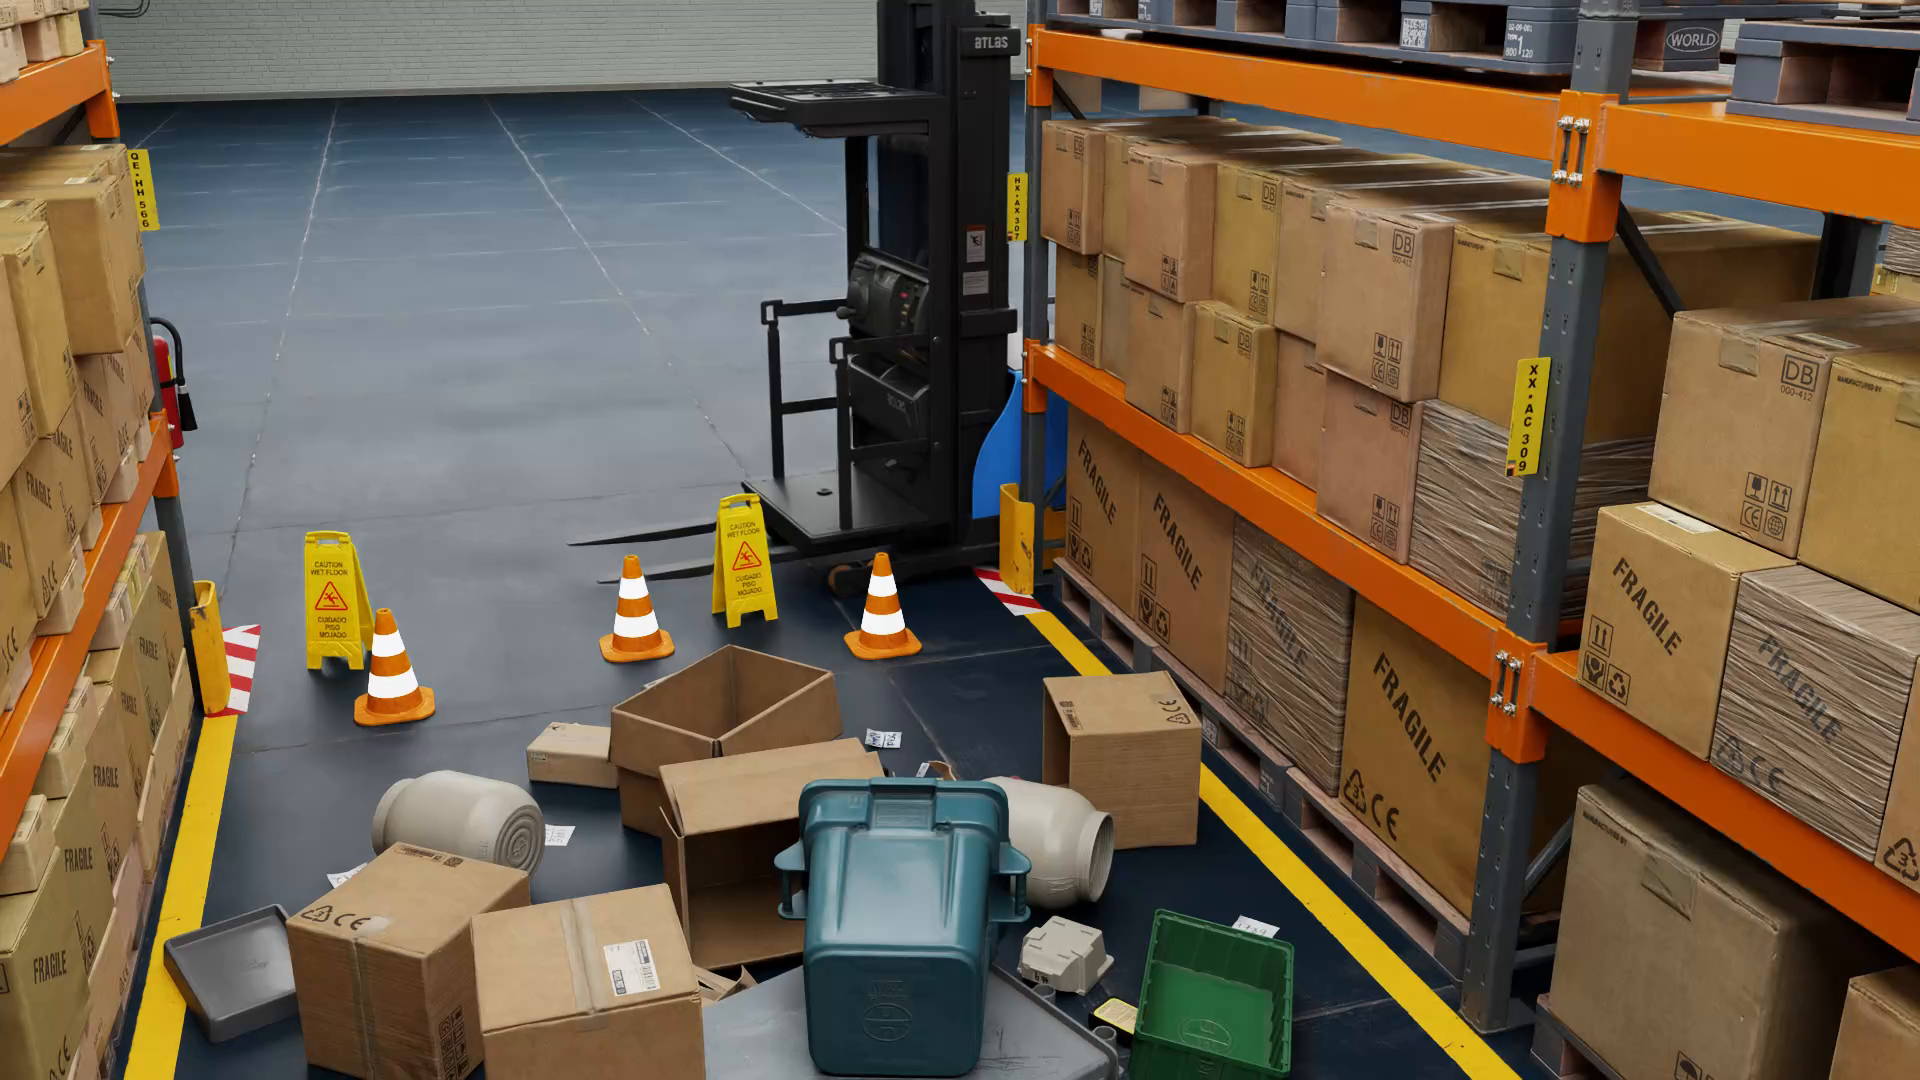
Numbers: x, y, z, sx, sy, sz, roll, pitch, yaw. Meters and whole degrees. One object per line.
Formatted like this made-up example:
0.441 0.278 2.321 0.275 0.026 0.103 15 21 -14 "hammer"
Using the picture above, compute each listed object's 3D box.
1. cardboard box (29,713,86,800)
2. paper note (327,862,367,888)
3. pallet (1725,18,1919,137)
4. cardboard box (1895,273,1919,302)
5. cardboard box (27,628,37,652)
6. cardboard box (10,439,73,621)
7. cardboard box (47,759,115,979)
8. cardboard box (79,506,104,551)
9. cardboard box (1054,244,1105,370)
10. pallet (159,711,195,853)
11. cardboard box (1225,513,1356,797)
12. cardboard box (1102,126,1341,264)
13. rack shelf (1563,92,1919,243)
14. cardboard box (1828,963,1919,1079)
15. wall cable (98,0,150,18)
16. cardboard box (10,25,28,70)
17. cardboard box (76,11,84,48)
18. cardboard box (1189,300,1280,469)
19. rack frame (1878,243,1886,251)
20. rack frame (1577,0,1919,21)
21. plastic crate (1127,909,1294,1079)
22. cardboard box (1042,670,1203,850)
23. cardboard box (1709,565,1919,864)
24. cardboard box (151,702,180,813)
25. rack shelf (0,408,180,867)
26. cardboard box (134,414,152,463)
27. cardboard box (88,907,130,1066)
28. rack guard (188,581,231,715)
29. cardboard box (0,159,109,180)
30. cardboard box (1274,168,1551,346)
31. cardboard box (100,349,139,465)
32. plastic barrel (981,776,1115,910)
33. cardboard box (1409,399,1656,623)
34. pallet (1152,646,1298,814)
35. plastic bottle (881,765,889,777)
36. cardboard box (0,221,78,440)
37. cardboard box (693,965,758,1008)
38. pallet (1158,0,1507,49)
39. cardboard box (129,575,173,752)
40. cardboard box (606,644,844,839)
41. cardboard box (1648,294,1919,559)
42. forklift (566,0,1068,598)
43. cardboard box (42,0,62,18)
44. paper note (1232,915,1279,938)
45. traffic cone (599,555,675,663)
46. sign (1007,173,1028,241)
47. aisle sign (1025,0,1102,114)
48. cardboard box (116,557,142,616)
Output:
-2.677 0.620 4.630 0.380 0.149 0.250 -6 20 -15 "cardboard box"
-2.182 1.217 5.982 0.142 0.019 0.148 -15 25 -36 "paper note"
2.400 -0.980 3.553 0.805 0.209 1.217 -7 21 -19 "pallet"
5.472 -1.408 9.271 0.380 0.149 0.250 -6 21 -17 "cardboard box"
-2.796 0.271 4.595 0.380 0.149 0.250 -6 21 -17 "cardboard box"
-2.801 -0.068 4.580 0.500 0.500 0.500 -7 21 -18 "cardboard box"
-2.711 0.966 4.626 0.500 0.500 0.500 -6 20 -15 "cardboard box"
-3.070 -0.054 5.501 0.380 0.149 0.250 -7 21 -18 "cardboard box"
0.968 -1.187 8.062 0.875 0.550 0.550 -6 21 -17 "cardboard box"
-3.614 0.929 6.518 1.003 0.211 1.213 -6 21 -17 "pallet"
1.647 0.357 6.507 0.875 0.875 0.875 -6 21 -17 "cardboard box"
1.148 -1.520 7.391 0.875 0.550 0.550 -6 21 -17 "cardboard box"
2.694 -0.378 2.660 1.077 0.370 4.000 -6 21 -17 "rack shelf"
2.645 1.414 3.750 1.050 0.750 0.750 -6 21 -17 "cardboard box"
-18.307 -11.900 33.828 3.097 2.526 0.112 -6 21 -17 "wall cable"
-3.181 -1.553 5.236 0.380 0.149 0.250 -7 21 -18 "cardboard box"
-3.482 -1.881 6.151 0.380 0.149 0.250 -6 21 -17 "cardboard box"
1.424 -0.654 6.579 0.875 0.550 0.500 -6 21 -17 "cardboard box"
5.548 -1.725 9.783 1.000 3.000 0.127 -6 21 -17 "rack frame"
2.065 -2.771 3.818 1.000 3.000 0.127 -6 21 -17 "rack frame"
0.767 1.433 5.065 0.450 0.188 0.662 13 22 7 "plastic crate"
0.603 0.839 6.337 0.500 0.500 0.500 -3 20 -8 "cardboard box"
2.134 0.365 3.815 0.500 0.500 0.500 -6 21 -17 "cardboard box"
-3.195 0.822 6.137 0.500 0.250 0.500 -6 21 -17 "cardboard box"
-3.231 0.308 5.186 1.077 0.370 4.000 -6 21 -17 "rack shelf"
-3.354 -0.387 6.429 0.380 0.149 0.250 -7 21 -18 "cardboard box"
-2.710 1.320 4.752 0.500 0.250 0.500 -5 20 -14 "cardboard box"
-3.835 0.528 7.206 1.175 0.500 0.348 -6 21 -17 "rack guard"
-3.340 -1.026 5.769 0.700 0.500 0.500 -6 21 -17 "cardboard box"
1.659 -1.000 5.944 0.875 0.550 0.550 -6 21 -17 "cardboard box"
-3.274 -0.553 5.932 0.500 0.500 0.500 -6 21 -17 "cardboard box"
0.252 1.064 5.827 0.512 0.421 0.421 8 21 20 "plastic barrel"
1.938 -0.135 5.133 0.875 0.550 0.550 -6 21 -17 "cardboard box"
1.513 0.721 7.098 1.003 0.211 1.213 -6 21 -17 "pallet"
-0.383 0.939 6.713 0.133 0.061 0.283 -15 25 -36 "plastic bottle"
-2.806 -0.541 4.418 0.700 0.500 0.500 -7 21 -18 "cardboard box"
-0.821 1.408 5.102 0.396 0.266 0.258 12 23 30 "cardboard box"
1.438 -1.972 6.162 1.003 0.211 1.213 -6 21 -17 "pallet"
-3.193 0.468 6.014 0.500 0.500 0.500 -6 21 -15 "cardboard box"
-0.904 0.797 6.453 0.637 0.503 0.797 12 23 30 "cardboard box"
2.227 -0.306 4.204 0.700 0.500 0.500 -7 21 -18 "cardboard box"
-0.563 -1.285 8.659 3.031 2.935 1.130 -9 22 -25 "forklift"
-3.299 -1.855 5.488 0.500 0.250 0.500 -7 21 -18 "cardboard box"
0.994 1.330 5.667 0.142 0.020 0.147 12 23 30 "paper note"
-1.553 0.295 7.910 0.336 0.463 0.334 -6 21 -17 "traffic cone"
0.279 -1.618 8.087 0.100 0.325 0.005 -6 21 -17 "sign"
0.501 -2.445 7.941 0.394 0.787 0.004 -6 21 -17 "aisle sign"
-3.105 0.187 5.836 0.380 0.149 0.250 -6 21 -16 "cardboard box"
